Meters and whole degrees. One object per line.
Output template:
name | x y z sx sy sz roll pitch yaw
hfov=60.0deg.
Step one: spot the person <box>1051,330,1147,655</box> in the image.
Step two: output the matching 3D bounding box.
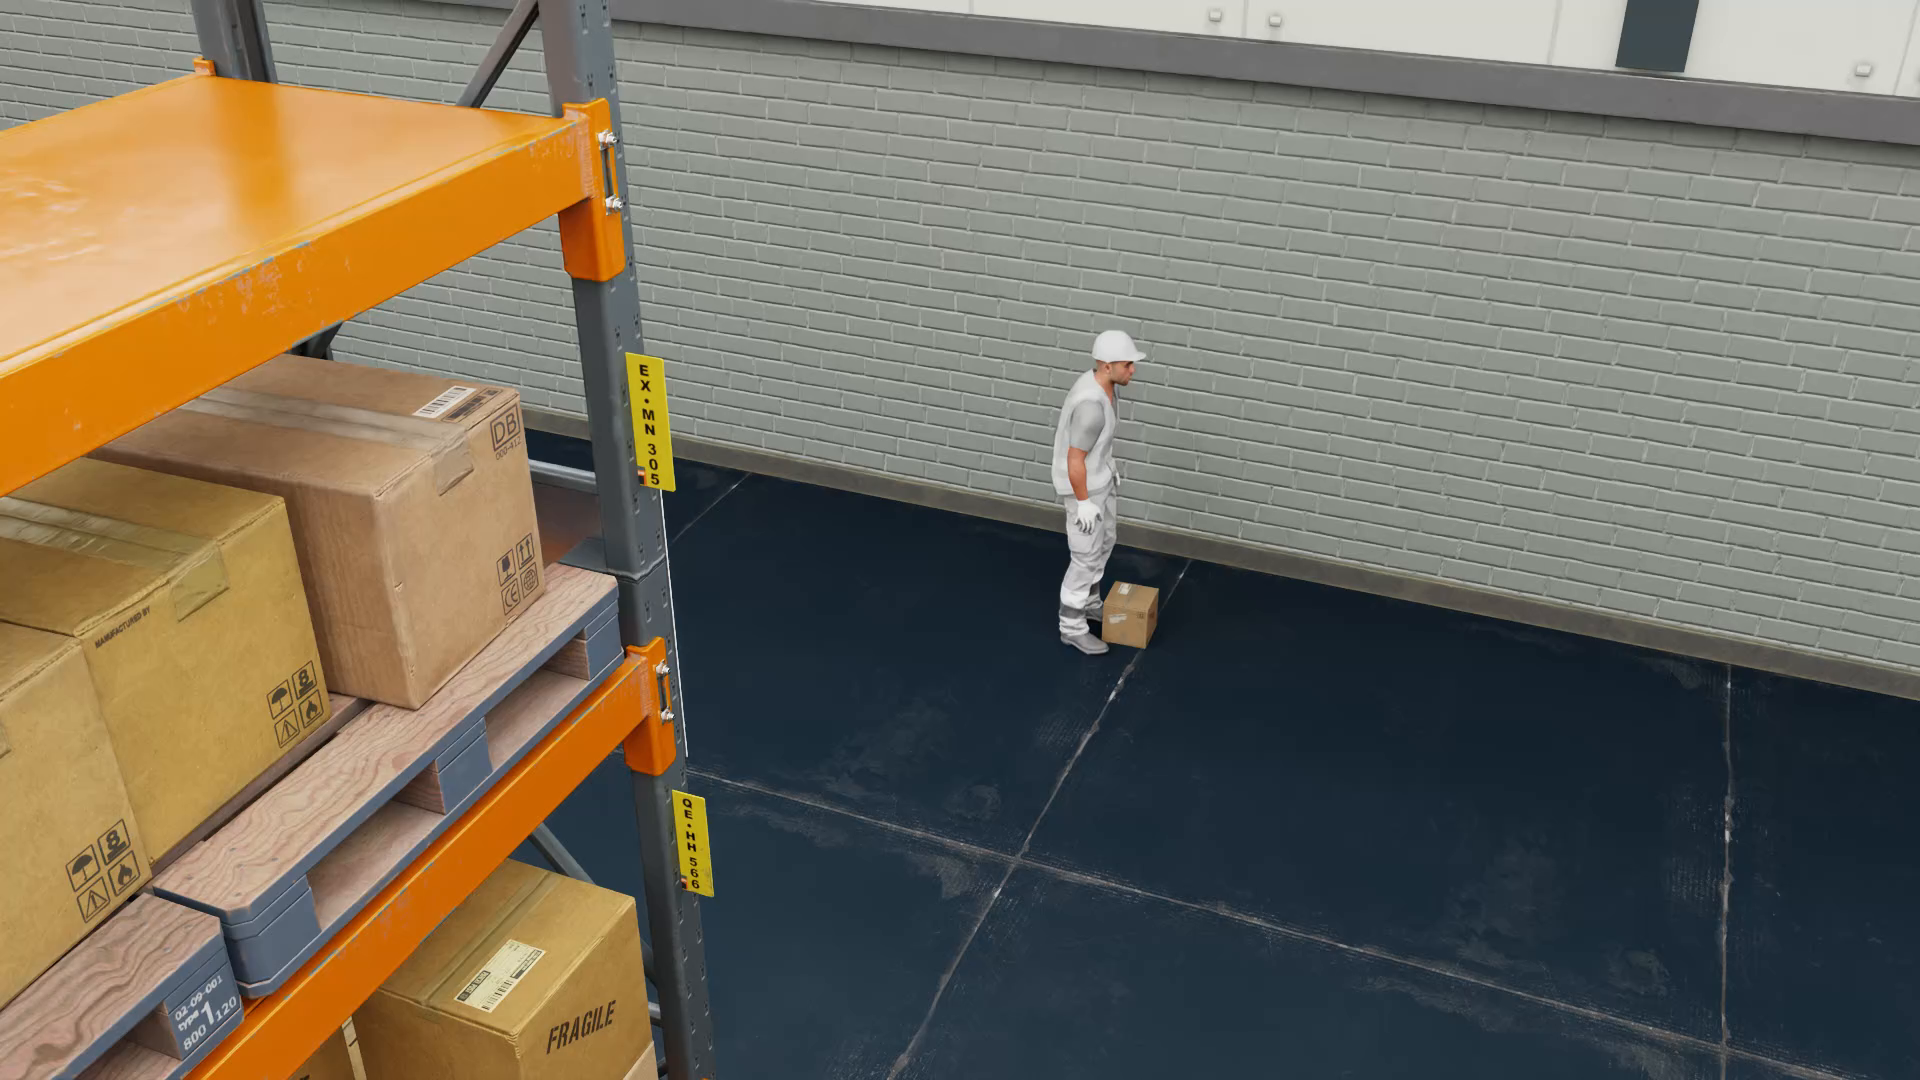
person | 0.725 -0.284 8.891 0.453 1.778 0.615 9 31 16
